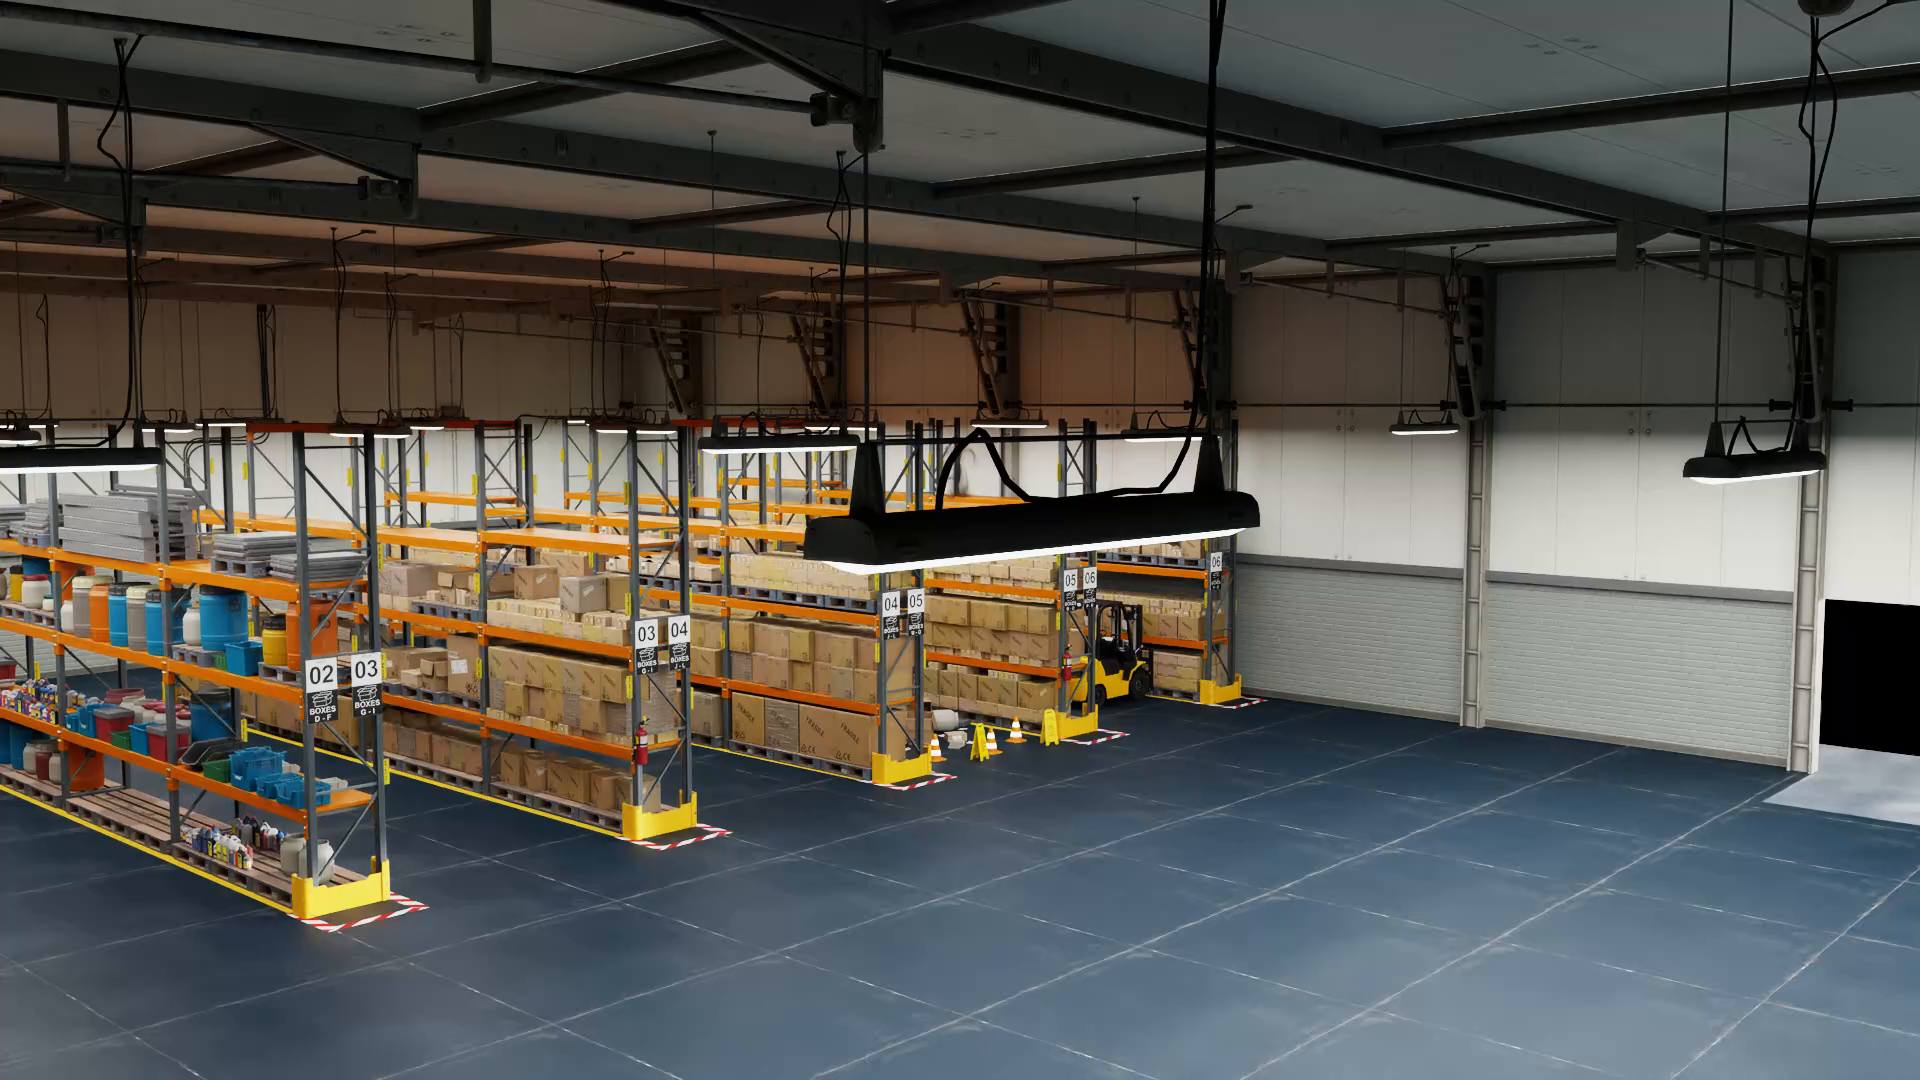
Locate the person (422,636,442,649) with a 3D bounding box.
[{"bbox_3d":[-12.688,2.250,40.067,0.802,1.683,0.655,-1,5,-17],"label":"person"}]
